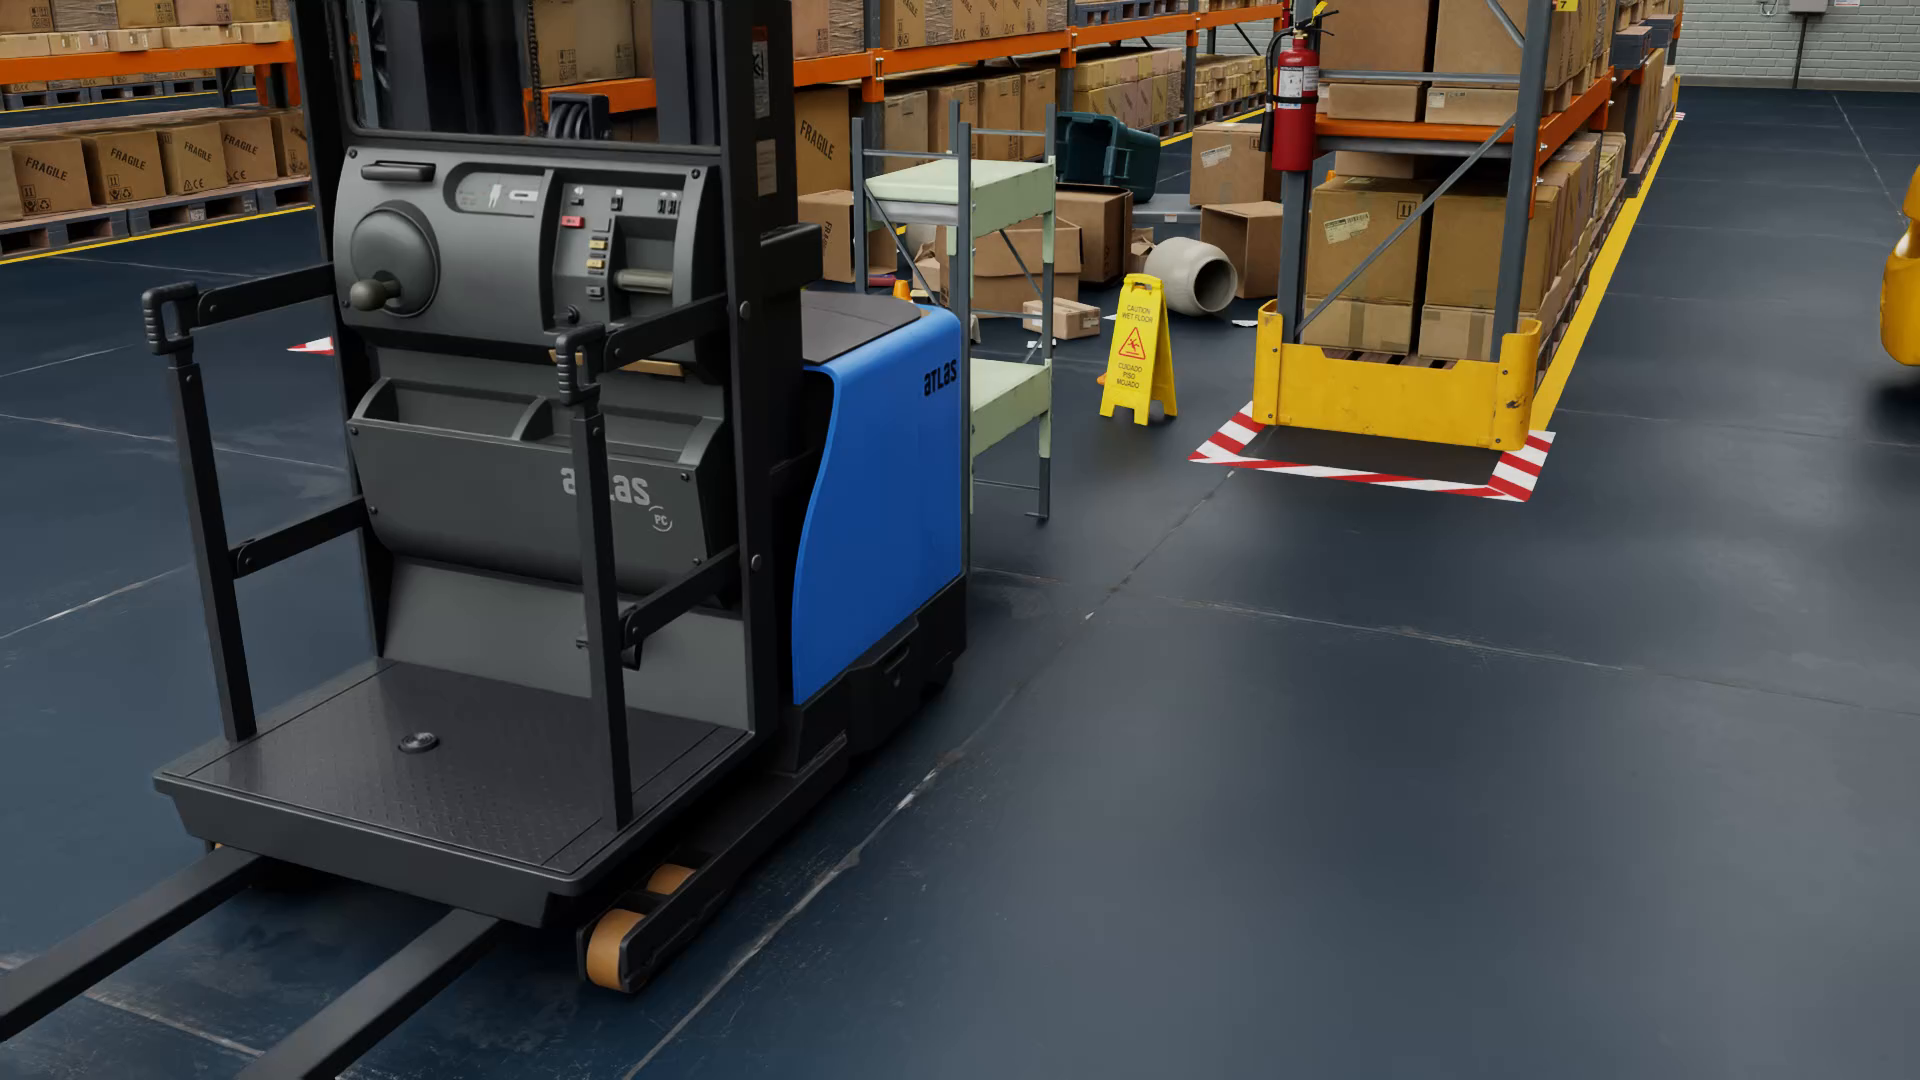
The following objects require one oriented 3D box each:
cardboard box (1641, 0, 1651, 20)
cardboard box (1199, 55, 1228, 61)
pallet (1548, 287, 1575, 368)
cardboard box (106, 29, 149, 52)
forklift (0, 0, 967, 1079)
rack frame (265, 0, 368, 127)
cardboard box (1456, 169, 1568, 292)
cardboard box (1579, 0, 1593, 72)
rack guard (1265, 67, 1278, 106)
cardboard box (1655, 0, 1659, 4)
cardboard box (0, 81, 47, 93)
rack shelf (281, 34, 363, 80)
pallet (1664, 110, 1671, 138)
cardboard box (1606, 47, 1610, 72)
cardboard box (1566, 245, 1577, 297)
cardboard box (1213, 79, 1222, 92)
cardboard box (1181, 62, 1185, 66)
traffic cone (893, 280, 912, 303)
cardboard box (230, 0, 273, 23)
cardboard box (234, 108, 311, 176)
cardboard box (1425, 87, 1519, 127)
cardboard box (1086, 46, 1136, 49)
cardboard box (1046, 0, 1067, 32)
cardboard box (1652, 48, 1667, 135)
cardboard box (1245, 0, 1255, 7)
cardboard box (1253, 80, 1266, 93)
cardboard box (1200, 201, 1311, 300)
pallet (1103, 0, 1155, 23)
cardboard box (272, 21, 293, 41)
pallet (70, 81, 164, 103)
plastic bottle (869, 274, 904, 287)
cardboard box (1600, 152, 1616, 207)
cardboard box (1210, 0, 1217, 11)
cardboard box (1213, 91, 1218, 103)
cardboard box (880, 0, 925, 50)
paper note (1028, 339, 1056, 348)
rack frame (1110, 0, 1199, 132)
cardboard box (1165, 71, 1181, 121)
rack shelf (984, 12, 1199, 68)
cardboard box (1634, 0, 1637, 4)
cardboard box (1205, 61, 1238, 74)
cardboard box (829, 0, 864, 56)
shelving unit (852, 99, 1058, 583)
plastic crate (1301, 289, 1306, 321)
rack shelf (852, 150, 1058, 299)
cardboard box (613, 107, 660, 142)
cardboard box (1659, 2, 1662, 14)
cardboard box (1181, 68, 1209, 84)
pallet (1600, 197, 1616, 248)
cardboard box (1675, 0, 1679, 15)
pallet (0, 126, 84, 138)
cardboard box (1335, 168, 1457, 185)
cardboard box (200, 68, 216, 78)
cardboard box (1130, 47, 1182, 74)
[{"bbox_3d":[4.906,-3.946,12.337,0.380,0.149,0.250,9,21,24],"label":"cardboard box"},{"bbox_3d":[3.333,-6.351,22.090,0.380,0.149,0.250,9,21,24],"label":"cardboard box"},{"bbox_3d":[2.763,-1.215,9.071,1.003,0.211,1.213,9,21,23],"label":"pallet"},{"bbox_3d":[-6.138,-3.632,12.079,0.380,0.149,0.250,9,21,23],"label":"cardboard box"},{"bbox_3d":[-1.029,-0.623,3.347,1.130,2.935,3.031,8,21,22],"label":"forklift"},{"bbox_3d":[-5.537,-4.473,14.070,1.000,3.000,0.127,9,21,23],"label":"rack frame"},{"bbox_3d":[2.668,-1.523,8.132,0.500,0.500,0.500,8,21,21],"label":"cardboard box"},{"bbox_3d":[2.730,-2.499,7.927,0.500,0.500,0.500,8,21,22],"label":"cardboard box"},{"bbox_3d":[3.830,-6.229,22.738,1.175,0.500,0.348,9,21,23],"label":"rack guard"},{"bbox_3d":[5.787,-4.780,14.411,0.500,0.250,0.500,9,22,24],"label":"cardboard box"},{"bbox_3d":[-12.488,-6.186,21.960,0.500,0.500,0.500,10,22,25],"label":"cardboard box"},{"bbox_3d":[-4.718,-4.746,15.910,1.077,0.370,4.000,9,21,23],"label":"rack shelf"},{"bbox_3d":[7.661,-4.841,19.266,1.003,0.211,1.213,9,21,23],"label":"pallet"},{"bbox_3d":[3.651,-2.855,9.895,0.380,0.149,0.250,8,21,22],"label":"cardboard box"},{"bbox_3d":[3.086,-1.479,9.128,0.500,0.250,0.500,9,21,24],"label":"cardboard box"},{"bbox_3d":[2.999,-5.601,20.426,0.380,0.149,0.250,10,22,25],"label":"cardboard box"},{"bbox_3d":[2.598,-5.896,20.810,0.380,0.149,0.250,8,21,21],"label":"cardboard box"},{"bbox_3d":[-0.287,-1.052,8.237,0.336,0.463,0.334,9,21,23],"label":"traffic cone"},{"bbox_3d":[-6.014,-4.383,13.224,0.875,0.500,0.500,9,21,23],"label":"cardboard box"},{"bbox_3d":[-5.737,-3.377,14.090,0.500,0.500,0.500,8,21,21],"label":"cardboard box"},{"bbox_3d":[2.194,-1.848,7.063,0.380,0.149,0.250,9,21,23],"label":"cardboard box"},{"bbox_3d":[1.679,-5.391,18.636,0.500,0.250,0.500,8,21,20],"label":"cardboard box"},{"bbox_3d":[0.645,-4.857,15.000,0.500,0.500,0.500,9,21,23],"label":"cardboard box"},{"bbox_3d":[6.599,-4.555,16.845,0.875,0.875,0.875,9,22,24],"label":"cardboard box"},{"bbox_3d":[3.542,-6.866,21.173,0.380,0.149,0.250,8,21,20],"label":"cardboard box"},{"bbox_3d":[3.822,-6.003,21.999,0.380,0.149,0.250,9,22,24],"label":"cardboard box"},{"bbox_3d":[1.824,-1.796,10.269,0.500,0.500,0.500,-9,22,-24],"label":"cardboard box"},{"bbox_3d":[1.358,-5.505,17.258,1.003,0.211,1.213,9,21,23],"label":"pallet"},{"bbox_3d":[-5.625,-4.105,13.411,0.380,0.149,0.250,9,21,23],"label":"cardboard box"},{"bbox_3d":[-12.094,-6.337,23.473,1.003,0.211,1.213,9,21,23],"label":"pallet"},{"bbox_3d":[-0.492,-1.632,10.465,0.283,0.061,0.133,1,20,4],"label":"plastic bottle"},{"bbox_3d":[4.291,-2.667,12.286,0.950,0.372,0.625,9,22,24],"label":"cardboard box"},{"bbox_3d":[2.853,-6.391,19.837,0.380,0.149,0.250,8,21,20],"label":"cardboard box"},{"bbox_3d":[2.965,-5.465,20.487,0.380,0.149,0.250,8,21,20],"label":"cardboard box"},{"bbox_3d":[-0.592,-3.933,12.401,0.500,0.500,0.500,9,21,23],"label":"cardboard box"},{"bbox_3d":[0.437,-1.054,8.886,0.148,0.019,0.142,1,20,4],"label":"paper note"},{"bbox_3d":[2.223,-6.207,18.946,1.000,3.000,0.127,9,21,23],"label":"rack frame"},{"bbox_3d":[2.149,-4.967,18.561,0.500,0.500,0.500,8,21,22],"label":"cardboard box"},{"bbox_3d":[1.404,-5.257,17.348,1.077,0.370,4.000,9,21,23],"label":"rack shelf"},{"bbox_3d":[4.162,-3.756,10.833,0.500,0.500,0.500,9,21,23],"label":"cardboard box"},{"bbox_3d":[3.297,-5.977,21.040,0.380,0.149,0.250,8,21,21],"label":"cardboard box"},{"bbox_3d":[-1.193,-3.718,11.723,0.875,0.550,0.550,9,21,23],"label":"cardboard box"},{"bbox_3d":[-0.003,-0.705,5.712,0.431,1.500,0.755,9,21,23],"label":"shelving unit"},{"bbox_3d":[2.113,-1.370,9.703,0.402,0.080,0.583,1,20,4],"label":"plastic crate"},{"bbox_3d":[-0.003,-1.072,5.581,0.431,0.370,0.720,9,21,23],"label":"rack shelf"},{"bbox_3d":[-2.115,-2.221,10.283,0.875,0.875,0.875,8,21,22],"label":"cardboard box"},{"bbox_3d":[6.185,-4.851,15.356,0.500,0.250,0.500,9,21,23],"label":"cardboard box"},{"bbox_3d":[2.720,-5.495,19.684,0.380,0.149,0.250,10,22,25],"label":"cardboard box"},{"bbox_3d":[4.320,-2.412,12.436,1.003,0.211,1.213,9,21,23],"label":"pallet"},{"bbox_3d":[7.630,-6.018,18.265,0.500,0.500,0.500,9,21,23],"label":"cardboard box"},{"bbox_3d":[-9.769,-4.084,17.138,1.003,0.211,1.213,9,21,23],"label":"pallet"},{"bbox_3d":[2.167,-1.587,8.312,0.500,0.500,0.500,9,22,25],"label":"cardboard box"},{"bbox_3d":[-11.238,-7.119,24.583,0.500,0.500,0.500,8,21,22],"label":"cardboard box"},{"bbox_3d":[2.148,-5.318,18.431,0.500,0.250,0.500,8,21,21],"label":"cardboard box"}]
